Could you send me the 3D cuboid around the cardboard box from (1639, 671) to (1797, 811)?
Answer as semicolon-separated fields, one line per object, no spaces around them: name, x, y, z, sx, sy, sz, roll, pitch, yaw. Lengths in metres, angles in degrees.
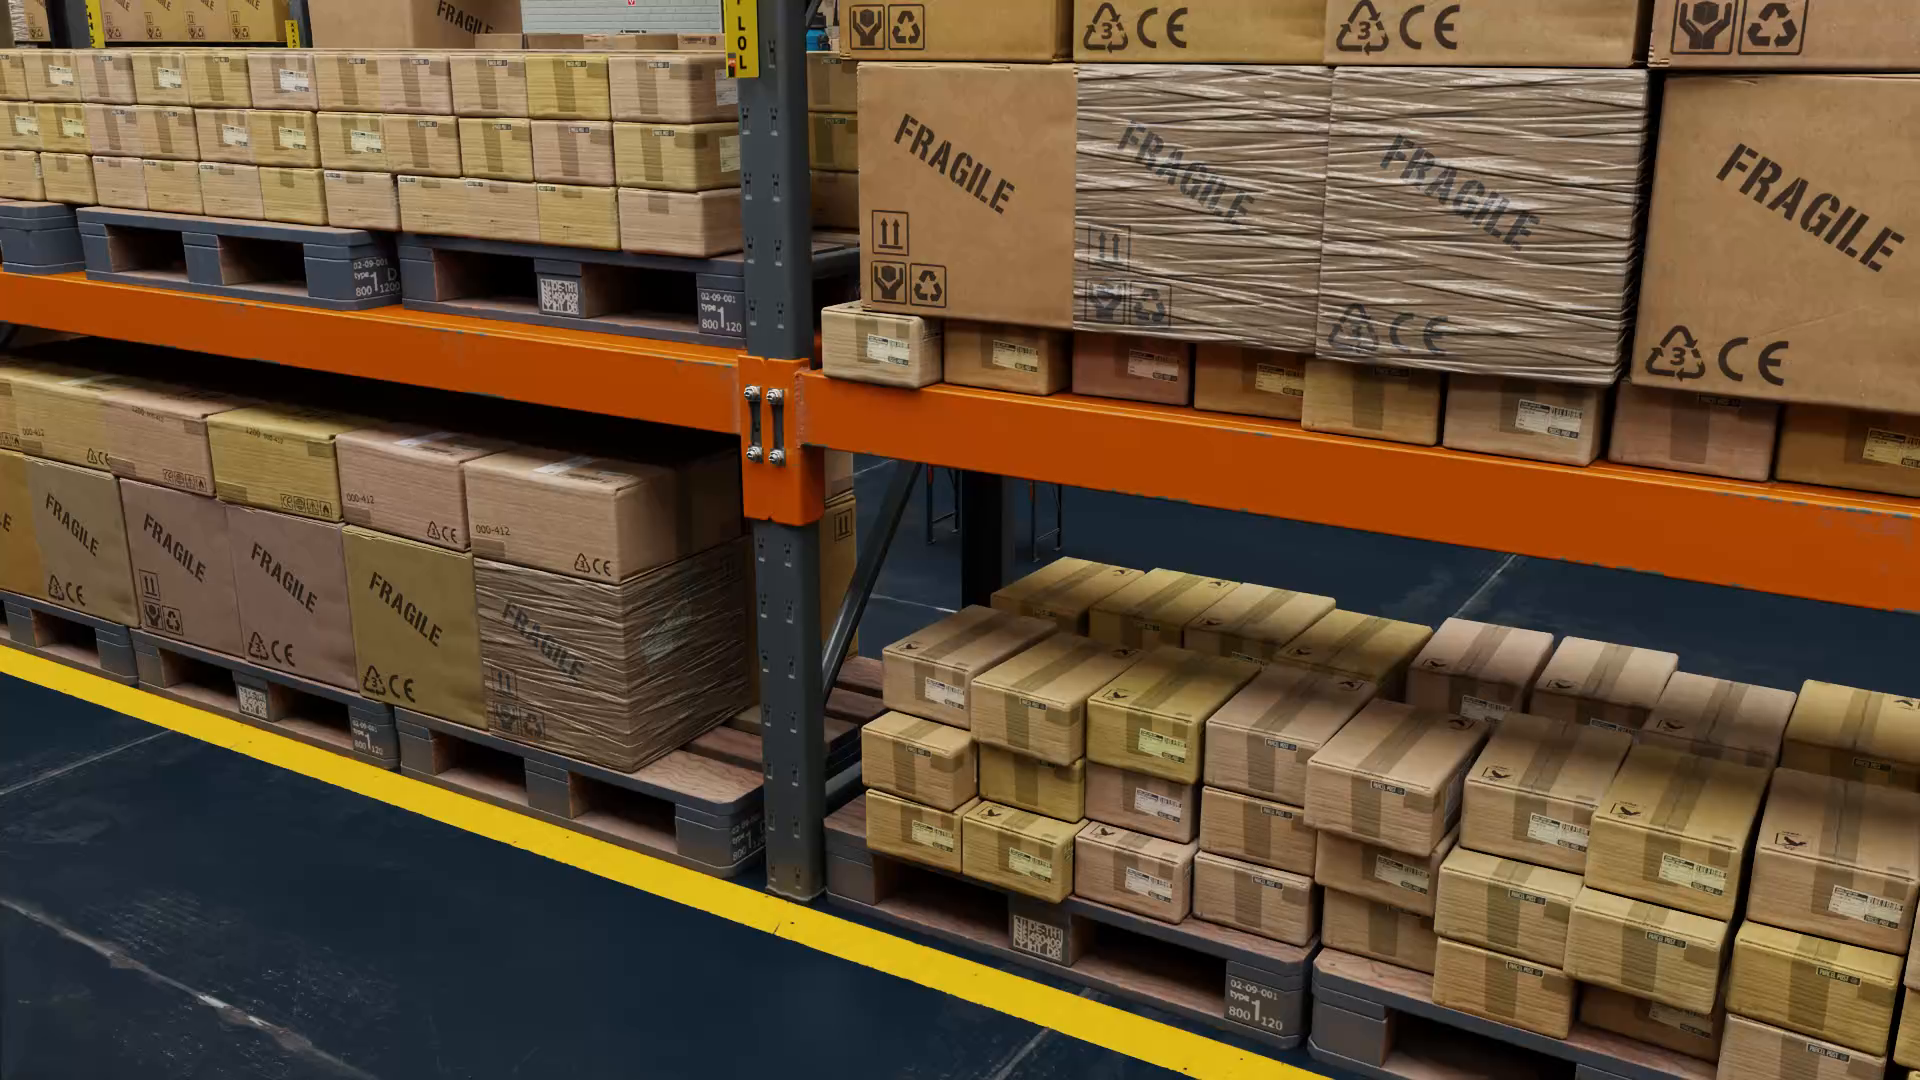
cardboard box;1.586;0.424;3.484;0.250;0.149;0.380;10;20;30

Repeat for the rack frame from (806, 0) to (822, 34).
rack frame;-0.885;-2.511;9.986;0.127;3.000;1.000;10;20;30

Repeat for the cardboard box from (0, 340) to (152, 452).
cardboard box;-3.106;-0.497;5.644;0.500;0.250;0.500;9;19;28

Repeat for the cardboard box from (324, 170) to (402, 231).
cardboard box;-1.487;-0.938;4.519;0.250;0.149;0.380;9;19;28

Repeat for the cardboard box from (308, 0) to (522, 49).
cardboard box;-3.690;-3.452;11.329;1.000;1.000;1.000;10;20;30

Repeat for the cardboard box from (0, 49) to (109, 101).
cardboard box;-2.837;-1.466;5.234;0.250;0.149;0.380;10;20;30

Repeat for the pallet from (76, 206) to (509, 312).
pallet;-1.858;-0.915;5.063;1.213;0.211;1.003;10;20;30

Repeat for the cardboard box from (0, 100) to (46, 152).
cardboard box;-2.799;-1.317;5.254;0.250;0.149;0.380;9;19;28

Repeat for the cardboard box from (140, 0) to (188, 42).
cardboard box;-5.673;-3.940;12.288;0.500;0.500;0.500;10;20;30

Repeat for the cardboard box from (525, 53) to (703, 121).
cardboard box;-0.832;-1.108;4.055;0.250;0.149;0.380;9;19;28

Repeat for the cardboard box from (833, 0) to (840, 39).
cardboard box;-1.197;-6.612;21.083;0.500;0.500;0.700;10;20;30

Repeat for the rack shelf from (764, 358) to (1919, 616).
rack shelf;1.546;-0.041;3.093;4.000;0.370;1.077;10;20;30

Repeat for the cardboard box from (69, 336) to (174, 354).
cardboard box;-2.847;-0.622;6.058;0.500;0.250;0.500;10;19;29

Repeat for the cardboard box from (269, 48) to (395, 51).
cardboard box;-2.041;-1.546;5.495;0.250;0.149;0.380;10;20;30

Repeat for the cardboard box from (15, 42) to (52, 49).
cardboard box;-7.247;-3.827;13.637;0.500;0.500;0.875;10;20;30

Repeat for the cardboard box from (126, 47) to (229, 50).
cardboard box;-2.696;-1.663;5.883;0.250;0.149;0.380;10;19;29

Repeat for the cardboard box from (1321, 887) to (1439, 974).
cardboard box;0.940;0.733;3.491;0.250;0.149;0.380;9;19;28

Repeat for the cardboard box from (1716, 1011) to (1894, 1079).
cardboard box;1.551;0.874;3.025;0.250;0.149;0.380;11;20;31

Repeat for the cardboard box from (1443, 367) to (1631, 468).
cardboard box;1.060;-0.257;2.998;0.250;0.149;0.380;11;20;32

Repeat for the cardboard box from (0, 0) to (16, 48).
cardboard box;-3.944;-1.895;6.066;0.500;0.500;0.700;10;20;30

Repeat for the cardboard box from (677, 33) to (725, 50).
cardboard box;-1.366;-2.832;10.149;0.500;0.500;0.500;8;18;23

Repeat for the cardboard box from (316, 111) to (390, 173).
cardboard box;-1.492;-1.083;4.483;0.250;0.149;0.380;9;19;27

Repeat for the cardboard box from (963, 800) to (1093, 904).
cardboard box;0.211;0.649;3.766;0.250;0.149;0.380;11;20;32

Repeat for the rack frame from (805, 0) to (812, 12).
rack frame;-1.701;-4.346;16.028;0.127;3.000;1.000;10;20;30

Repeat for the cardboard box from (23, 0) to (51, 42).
cardboard box;-6.953;-4.167;13.036;0.500;0.500;0.500;10;20;30

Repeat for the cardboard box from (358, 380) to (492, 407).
cardboard box;-1.537;-0.390;5.292;0.500;0.250;0.500;11;20;32

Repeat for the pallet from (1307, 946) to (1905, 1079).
pallet;1.476;0.924;3.478;1.213;0.211;1.003;10;20;30

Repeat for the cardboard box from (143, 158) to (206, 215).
cardboard box;-2.160;-1.059;4.918;0.250;0.149;0.380;10;20;31

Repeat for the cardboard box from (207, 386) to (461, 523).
cardboard box;-1.814;-0.262;4.872;0.500;0.250;0.500;9;19;28

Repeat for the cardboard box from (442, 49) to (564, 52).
cardboard box;-1.355;-1.425;5.098;0.250;0.149;0.380;11;20;32

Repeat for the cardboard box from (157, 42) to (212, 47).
cardboard box;-5.531;-3.529;12.655;0.500;0.500;0.875;10;20;30

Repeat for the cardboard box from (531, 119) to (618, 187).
cardboard box;-0.826;-0.964;4.091;0.250;0.149;0.380;10;20;30

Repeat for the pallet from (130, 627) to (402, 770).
pallet;-1.866;0.341;5.394;1.213;0.211;1.003;10;20;30

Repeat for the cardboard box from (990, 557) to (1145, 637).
cardboard box;0.281;0.179;4.291;0.250;0.149;0.380;11;20;32

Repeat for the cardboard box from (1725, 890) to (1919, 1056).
cardboard box;1.551;0.732;2.980;0.250;0.149;0.380;11;20;33

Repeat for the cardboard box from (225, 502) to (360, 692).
cardboard box;-1.792;0.098;4.975;0.500;0.500;0.500;10;19;29

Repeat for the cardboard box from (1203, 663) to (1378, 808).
cardboard box;0.706;0.410;3.531;0.250;0.149;0.380;10;19;29

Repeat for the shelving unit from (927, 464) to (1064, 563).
shelving unit;0.141;-0.549;6.624;0.503;1.200;0.258;10;20;30

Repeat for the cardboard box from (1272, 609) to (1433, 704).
cardboard box;0.916;0.303;3.883;0.250;0.149;0.380;11;20;32

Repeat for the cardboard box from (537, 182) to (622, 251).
cardboard box;-0.822;-0.821;4.132;0.250;0.149;0.380;10;20;30

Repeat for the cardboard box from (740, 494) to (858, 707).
cardboard box;-0.649;0.128;4.879;0.500;0.500;0.500;11;20;32

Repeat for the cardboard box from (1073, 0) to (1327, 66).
cardboard box;0.548;-1.154;3.115;0.500;0.500;0.500;9;19;28

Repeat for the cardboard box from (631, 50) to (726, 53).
cardboard box;-0.711;-1.309;4.716;0.250;0.149;0.380;10;20;31

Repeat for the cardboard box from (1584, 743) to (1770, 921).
cardboard box;1.345;0.537;3.112;0.250;0.149;0.380;10;20;30

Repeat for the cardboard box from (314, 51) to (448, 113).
cardboard box;-1.482;-1.226;4.443;0.250;0.149;0.380;9;19;28

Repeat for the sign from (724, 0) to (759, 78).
sign;-0.446;-1.105;3.367;0.005;0.325;0.100;10;20;30

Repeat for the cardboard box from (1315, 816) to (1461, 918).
cardboard box;0.923;0.600;3.417;0.250;0.149;0.380;11;20;33

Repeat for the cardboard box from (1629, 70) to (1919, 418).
cardboard box;1.440;-0.509;2.711;0.500;0.500;0.500;11;20;33

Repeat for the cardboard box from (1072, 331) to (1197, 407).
cardboard box;0.426;-0.397;3.458;0.250;0.149;0.380;9;19;28

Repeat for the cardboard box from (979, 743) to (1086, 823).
cardboard box;0.246;0.482;3.804;0.250;0.149;0.380;10;20;30

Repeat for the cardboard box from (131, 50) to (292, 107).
cardboard box;-2.153;-1.345;4.836;0.250;0.149;0.380;11;20;32

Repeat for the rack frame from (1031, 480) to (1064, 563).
rack frame;0.349;-0.512;6.502;0.015;1.200;0.240;10;20;30

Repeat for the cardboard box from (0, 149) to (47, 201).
cardboard box;-2.832;-1.179;5.311;0.250;0.149;0.380;11;20;33

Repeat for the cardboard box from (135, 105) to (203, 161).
cardboard box;-2.162;-1.202;4.876;0.250;0.149;0.380;10;20;30

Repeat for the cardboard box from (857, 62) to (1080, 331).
cardboard box;0.132;-0.742;3.479;0.500;0.500;0.500;10;19;29

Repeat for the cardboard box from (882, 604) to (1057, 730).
cardboard box;0.027;0.293;3.915;0.250;0.149;0.380;11;20;32

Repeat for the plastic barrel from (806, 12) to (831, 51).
plastic barrel;-1.531;-4.452;15.514;0.708;0.901;0.600;10;20;30

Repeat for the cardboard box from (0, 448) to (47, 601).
cardboard box;-3.097;-0.132;5.733;0.500;0.500;0.500;9;19;28
